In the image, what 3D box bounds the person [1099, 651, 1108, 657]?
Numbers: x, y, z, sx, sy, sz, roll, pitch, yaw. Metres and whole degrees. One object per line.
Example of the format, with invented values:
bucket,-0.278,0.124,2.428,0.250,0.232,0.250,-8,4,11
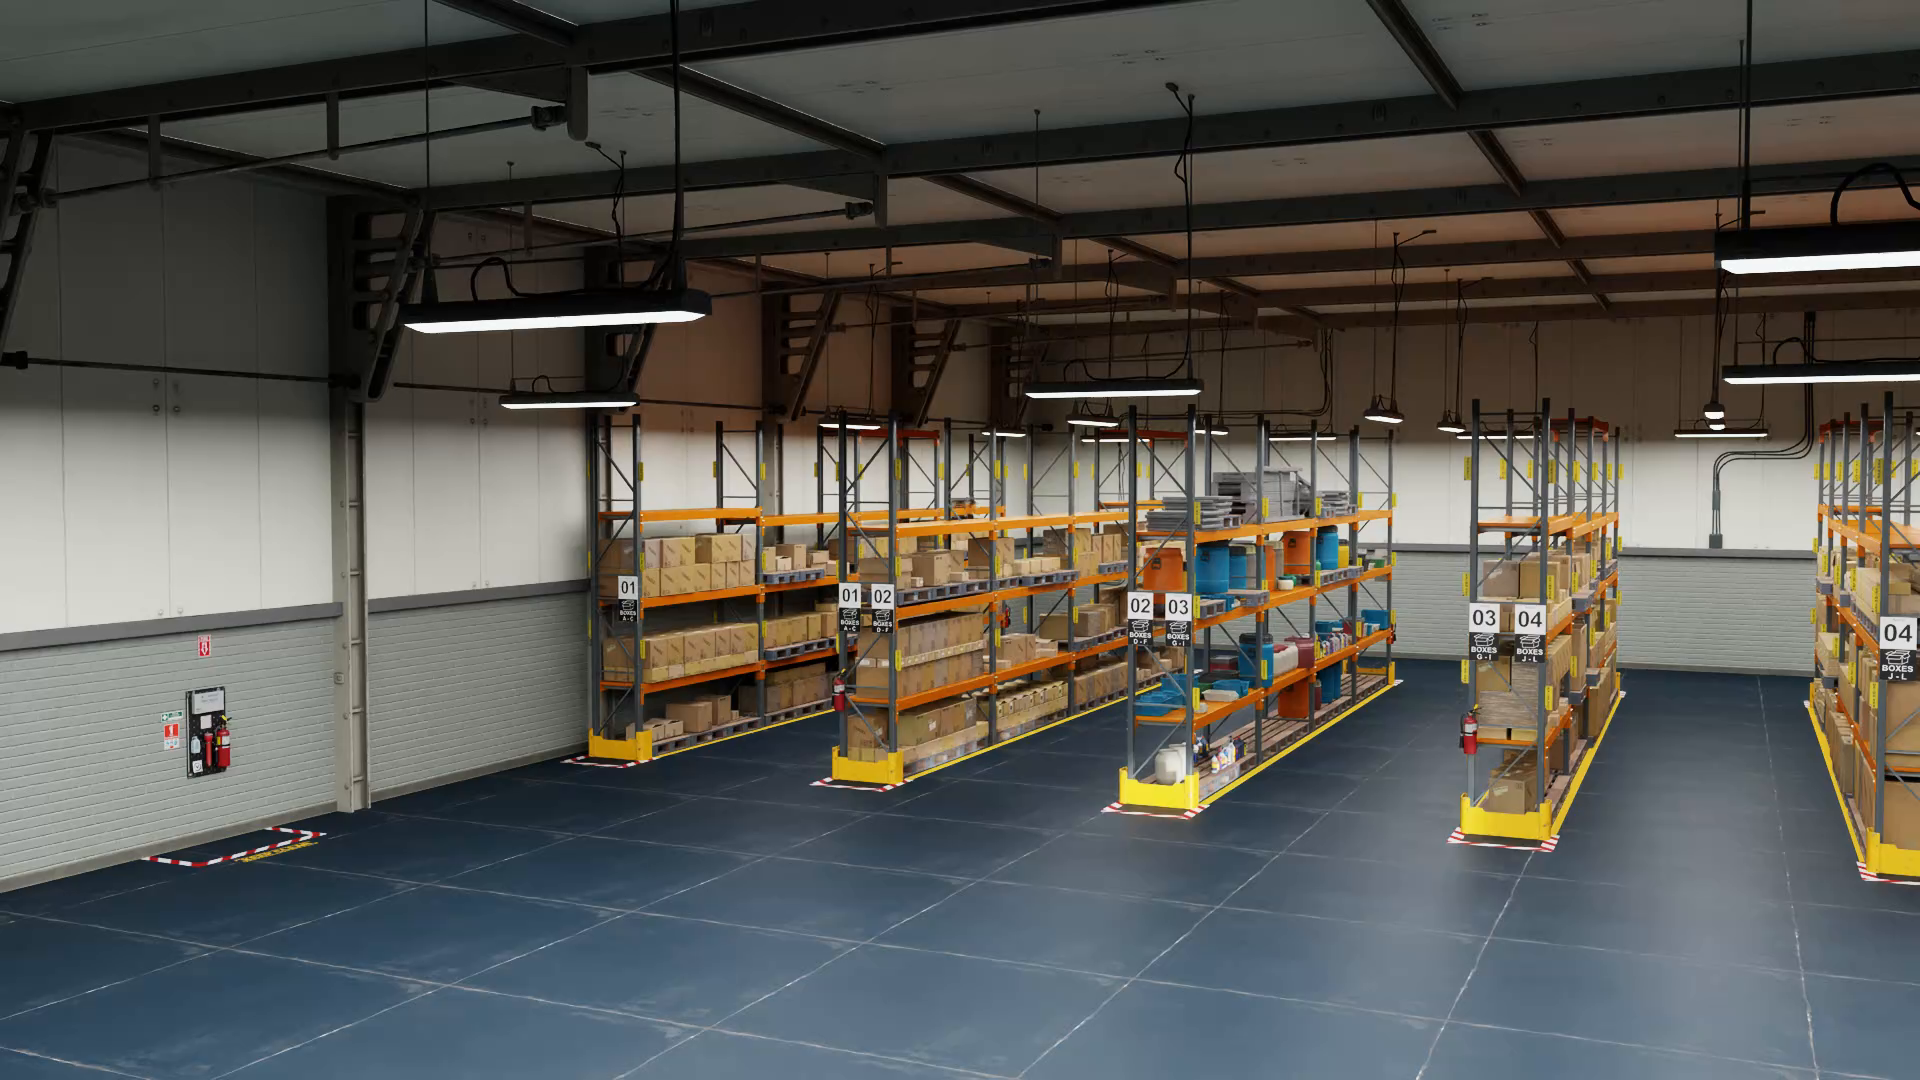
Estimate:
person,3.770,2.417,43.931,0.440,1.605,0.470,0,2,10
